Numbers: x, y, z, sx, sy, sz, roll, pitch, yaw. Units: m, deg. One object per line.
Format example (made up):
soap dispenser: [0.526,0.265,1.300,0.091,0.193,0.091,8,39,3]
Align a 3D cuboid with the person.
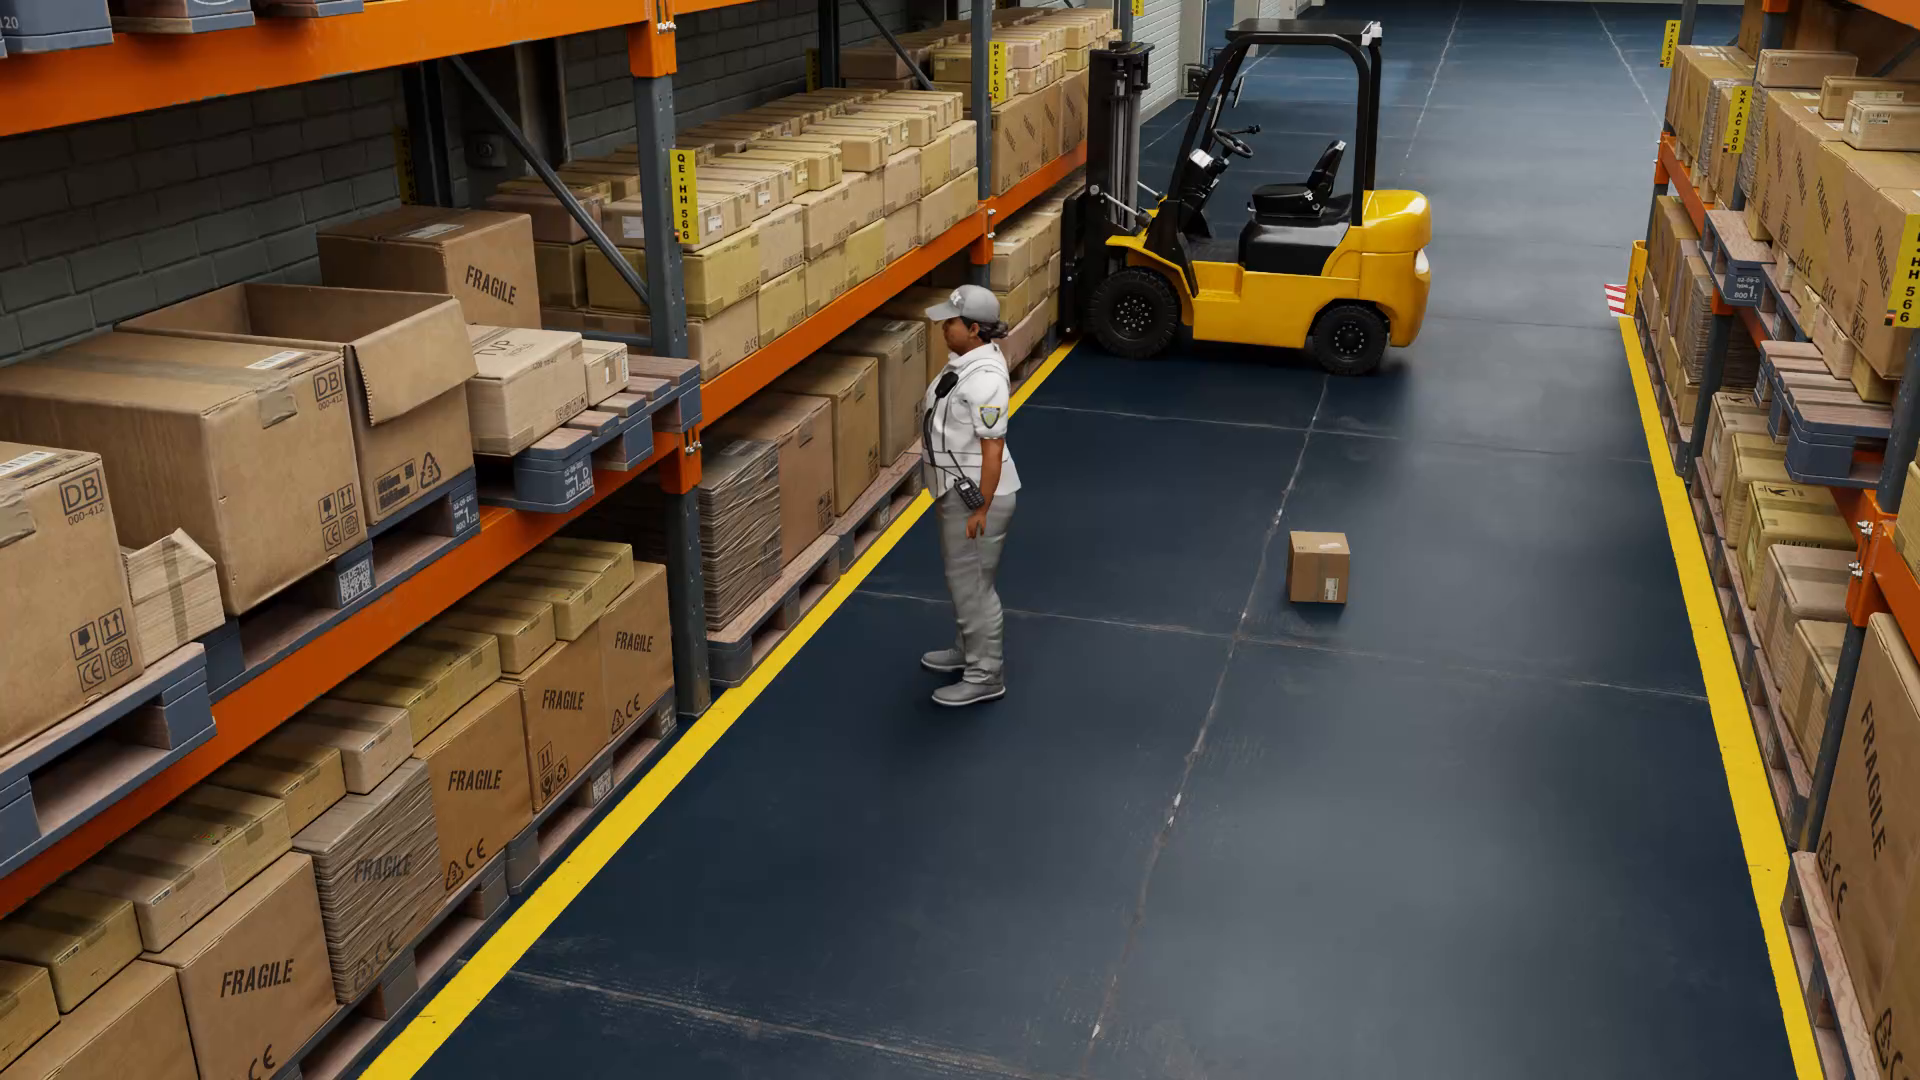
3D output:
person: [0.031,-0.179,6.527,0.389,1.669,0.485,-3,22,-7]
